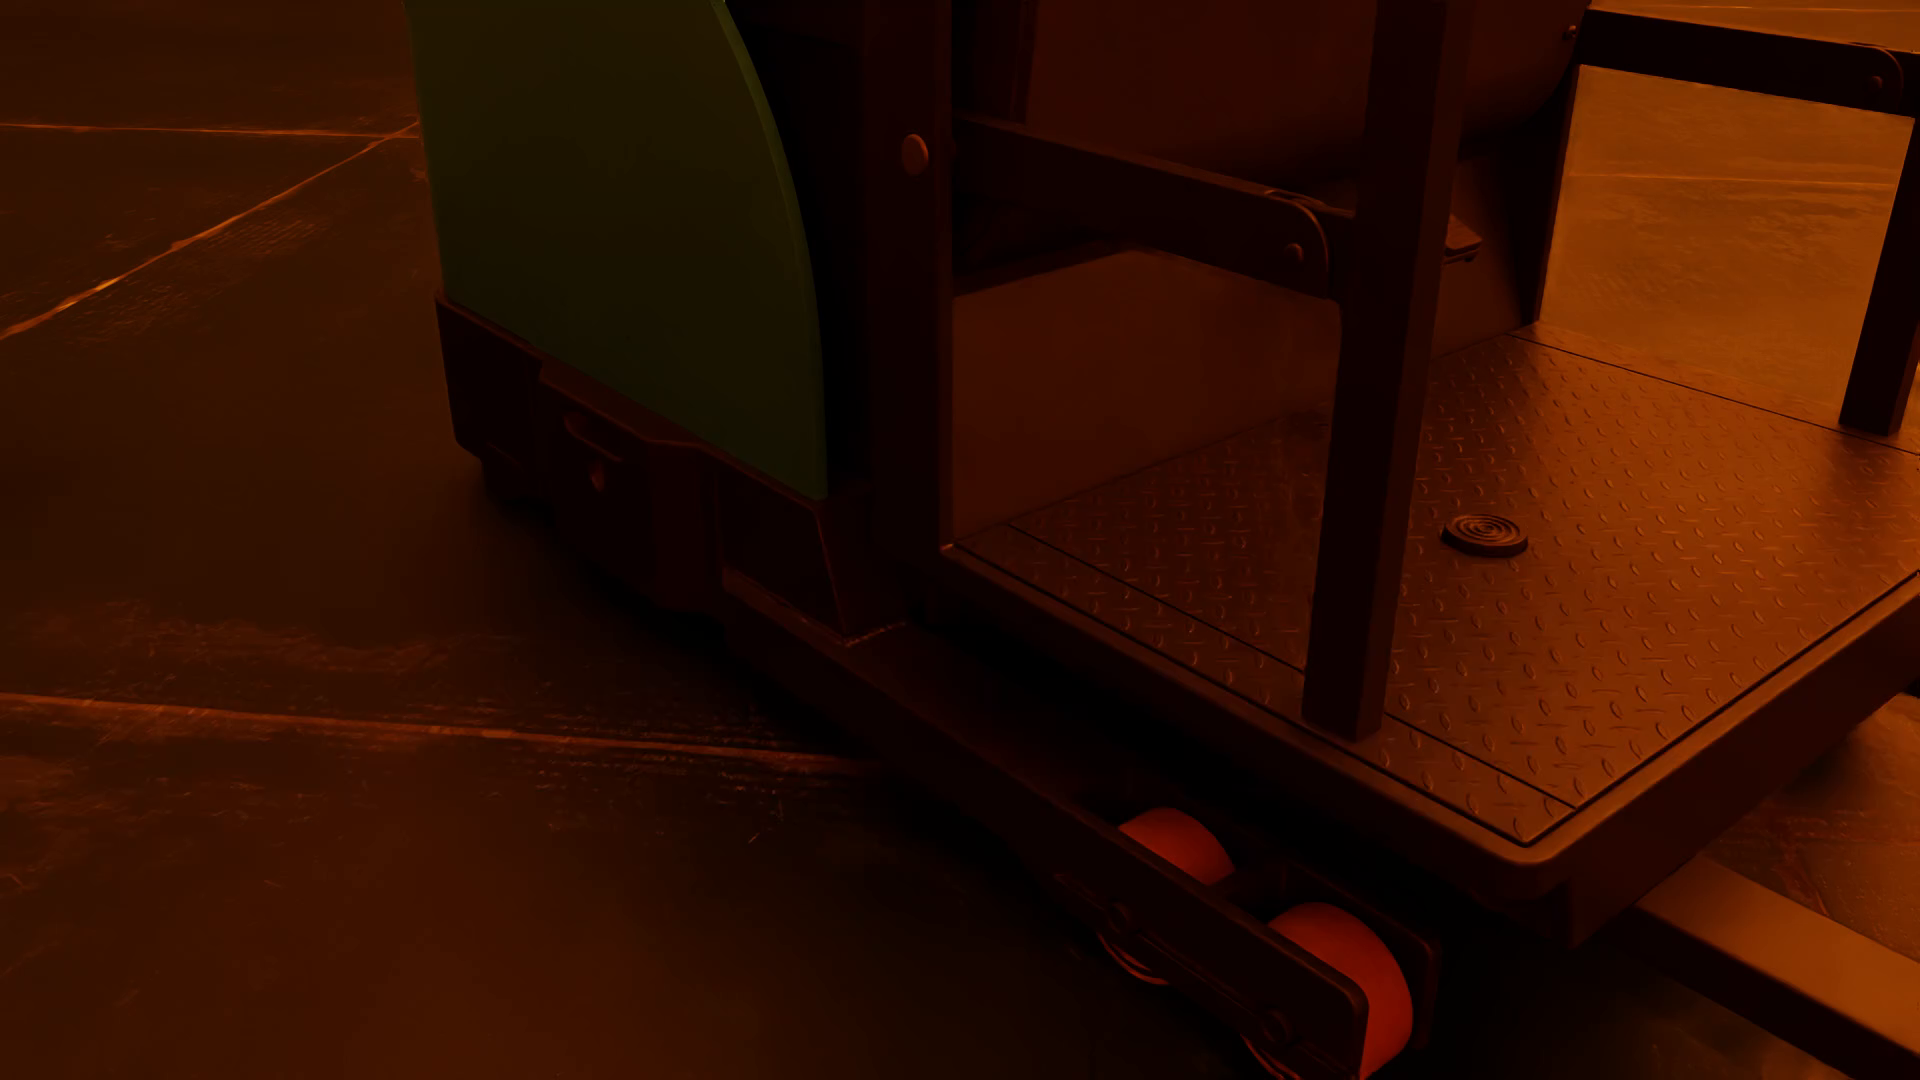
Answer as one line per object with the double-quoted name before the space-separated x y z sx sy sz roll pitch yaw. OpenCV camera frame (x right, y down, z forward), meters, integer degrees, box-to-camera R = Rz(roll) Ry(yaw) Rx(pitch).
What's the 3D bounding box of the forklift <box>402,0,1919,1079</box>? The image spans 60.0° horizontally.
"forklift" 0.521 -1.068 1.358 1.130 2.935 3.031 -21 33 -35
